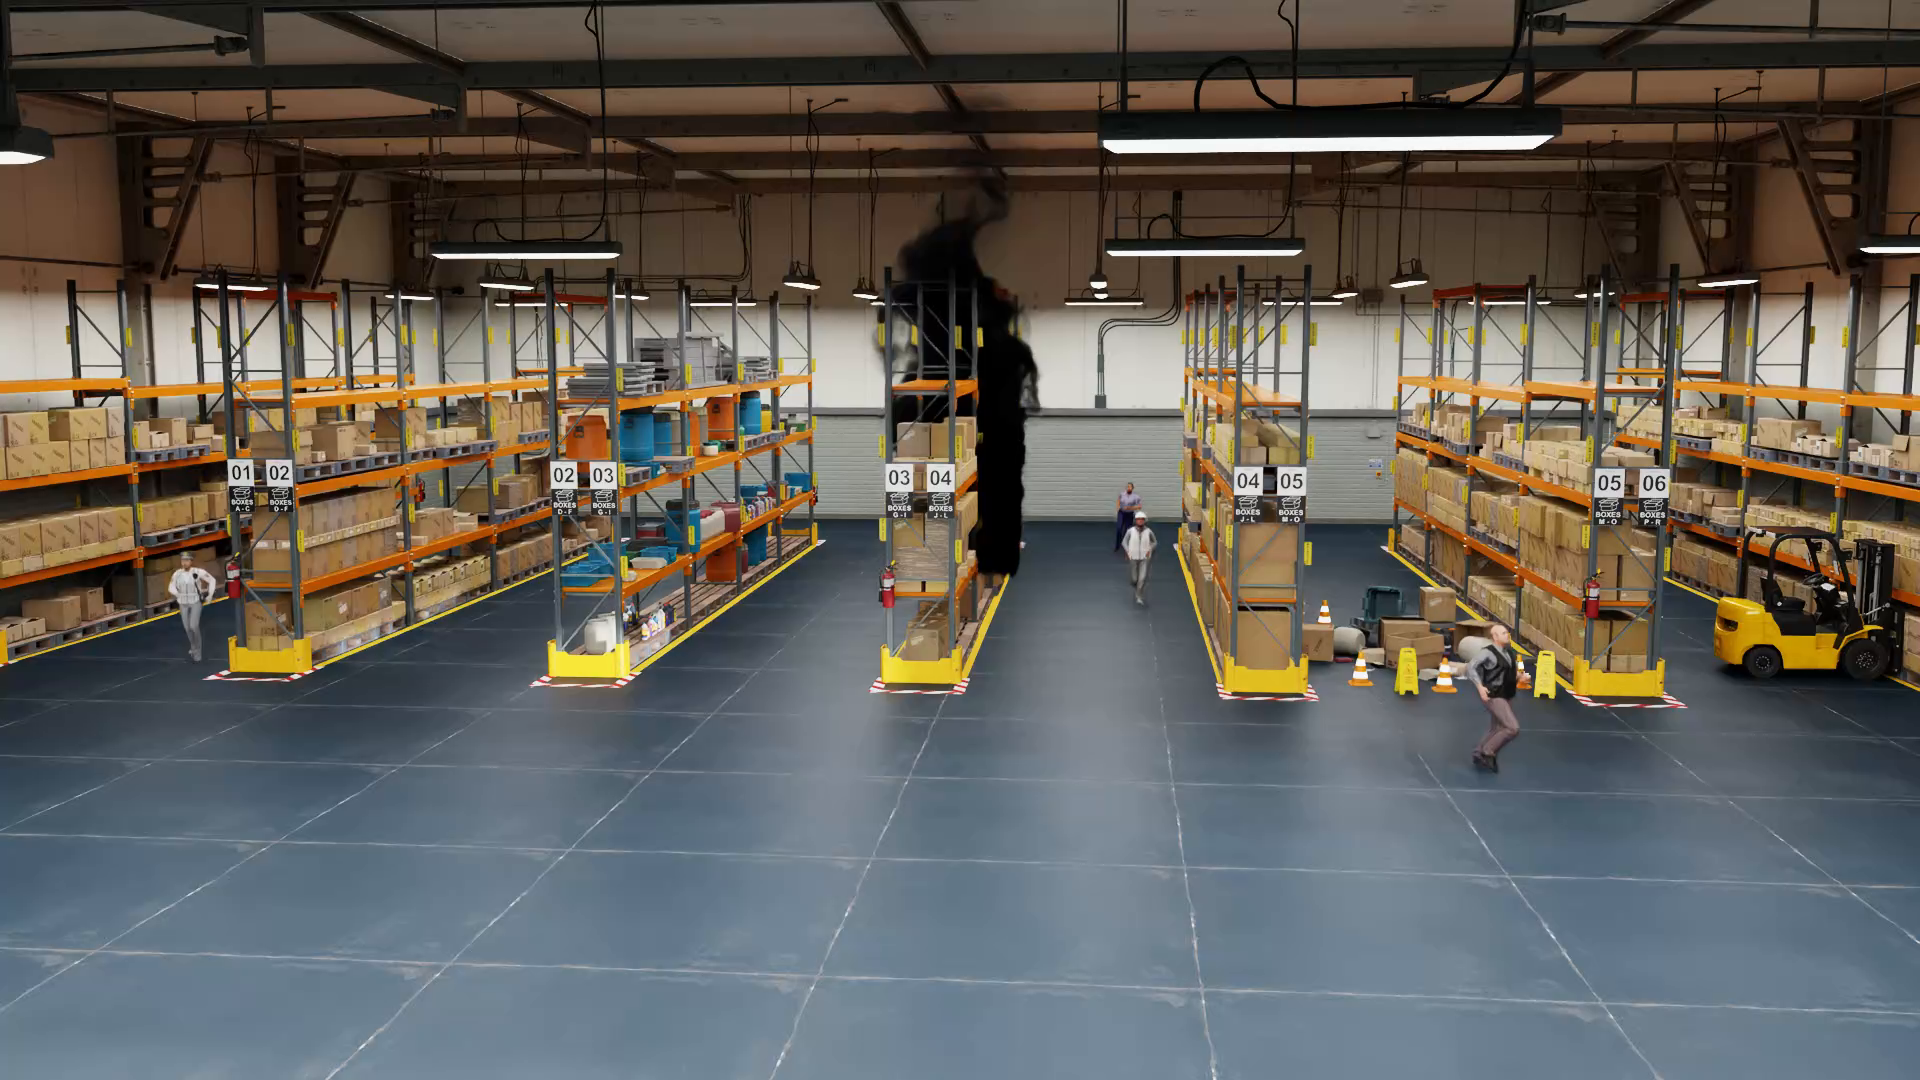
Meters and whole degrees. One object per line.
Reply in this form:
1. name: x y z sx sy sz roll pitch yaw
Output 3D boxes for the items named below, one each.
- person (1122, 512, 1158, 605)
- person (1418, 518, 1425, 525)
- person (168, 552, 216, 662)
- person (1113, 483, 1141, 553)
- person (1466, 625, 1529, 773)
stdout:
1. person: 3.396 0.332 31.413 0.671 1.730 0.681 1 7 5
2. person: 11.377 -0.658 40.388 0.568 1.550 0.716 5 8 35
3. person: -11.979 1.039 25.941 0.632 1.764 0.670 -1 7 -6
4. person: 3.969 -0.532 39.163 0.635 1.650 0.857 2 7 20
5. person: 6.223 1.829 19.164 0.627 1.702 0.678 -7 10 -43
